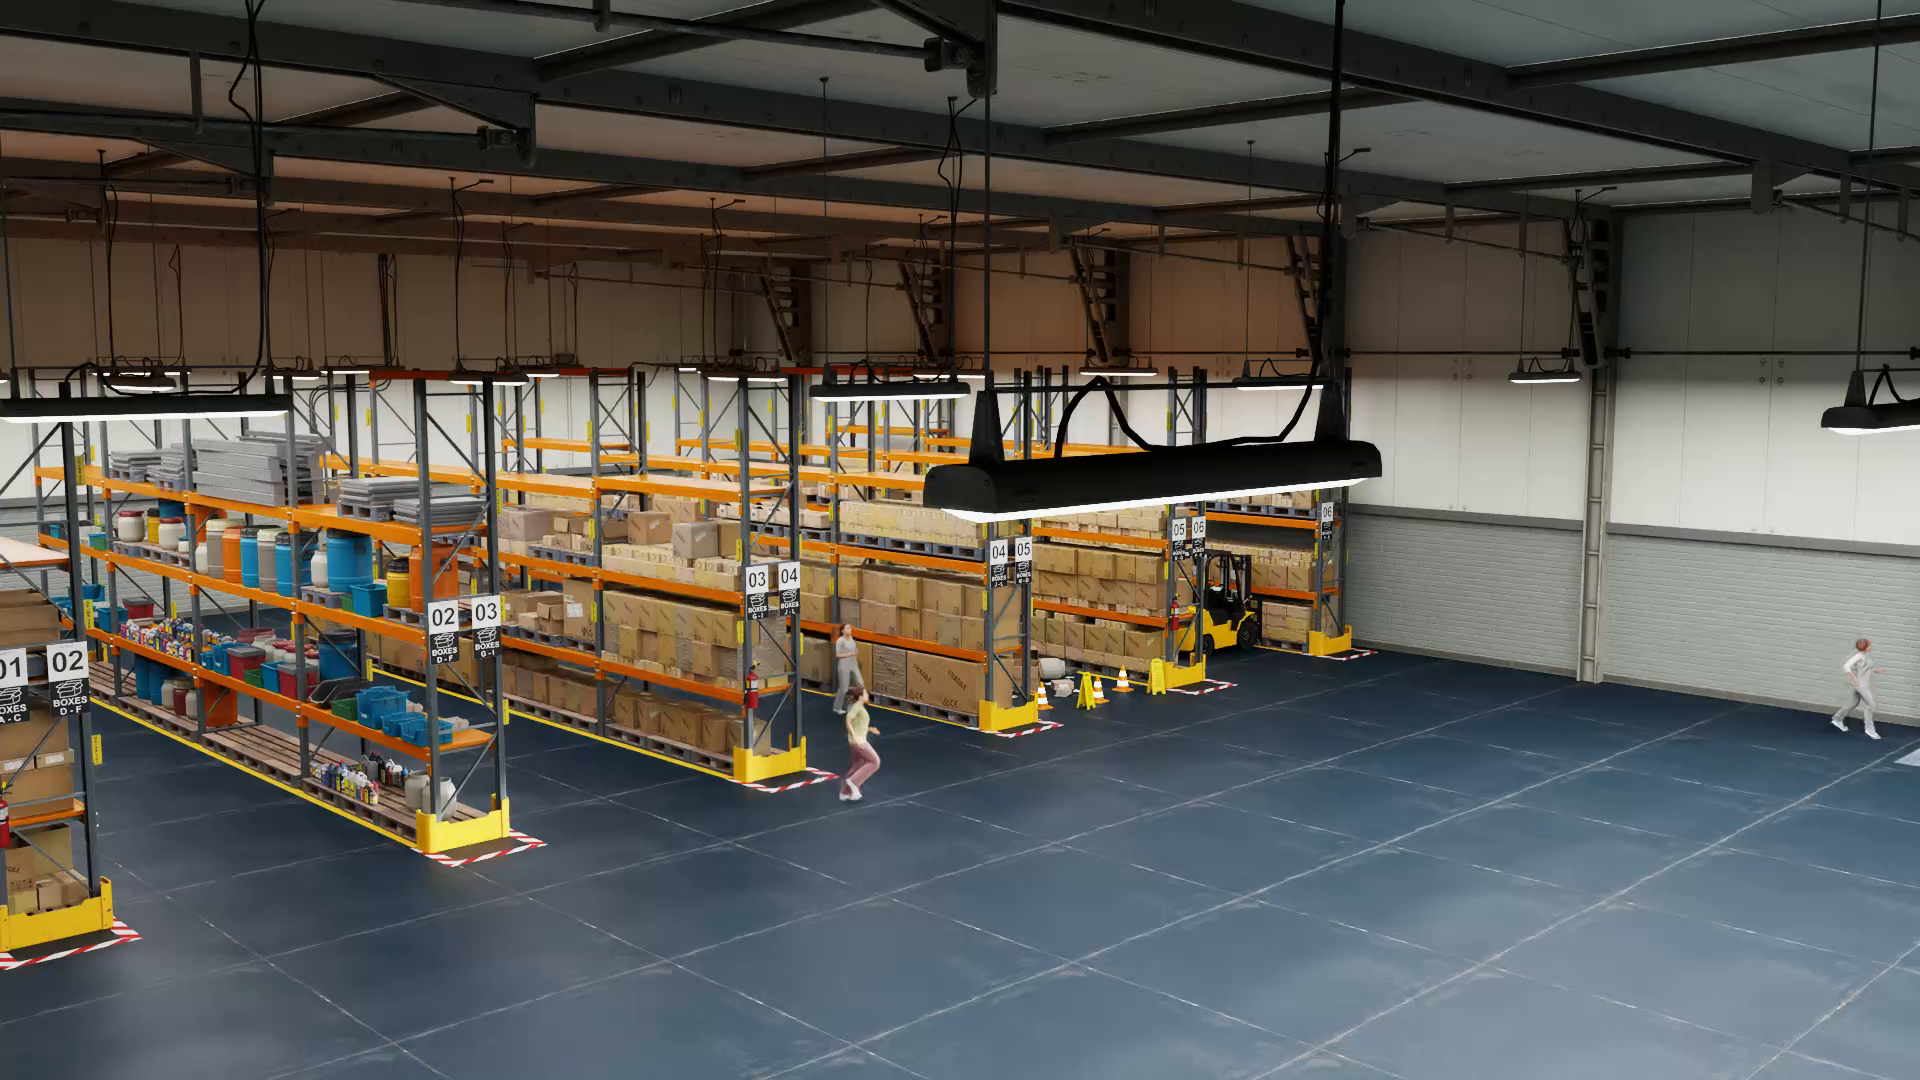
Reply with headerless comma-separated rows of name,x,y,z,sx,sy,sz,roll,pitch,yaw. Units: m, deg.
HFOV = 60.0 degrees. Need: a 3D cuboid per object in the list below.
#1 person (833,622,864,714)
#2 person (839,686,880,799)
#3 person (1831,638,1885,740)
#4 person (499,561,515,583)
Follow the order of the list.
person,-1.941,2.257,28.802,0.691,1.705,0.544,6,9,44
person,-1.424,2.868,23.607,0.592,1.617,0.551,-1,6,-6
person,14.836,2.431,27.438,0.751,1.637,0.516,4,8,34
person,-11.080,0.880,40.724,0.728,1.742,0.679,-4,8,-32
